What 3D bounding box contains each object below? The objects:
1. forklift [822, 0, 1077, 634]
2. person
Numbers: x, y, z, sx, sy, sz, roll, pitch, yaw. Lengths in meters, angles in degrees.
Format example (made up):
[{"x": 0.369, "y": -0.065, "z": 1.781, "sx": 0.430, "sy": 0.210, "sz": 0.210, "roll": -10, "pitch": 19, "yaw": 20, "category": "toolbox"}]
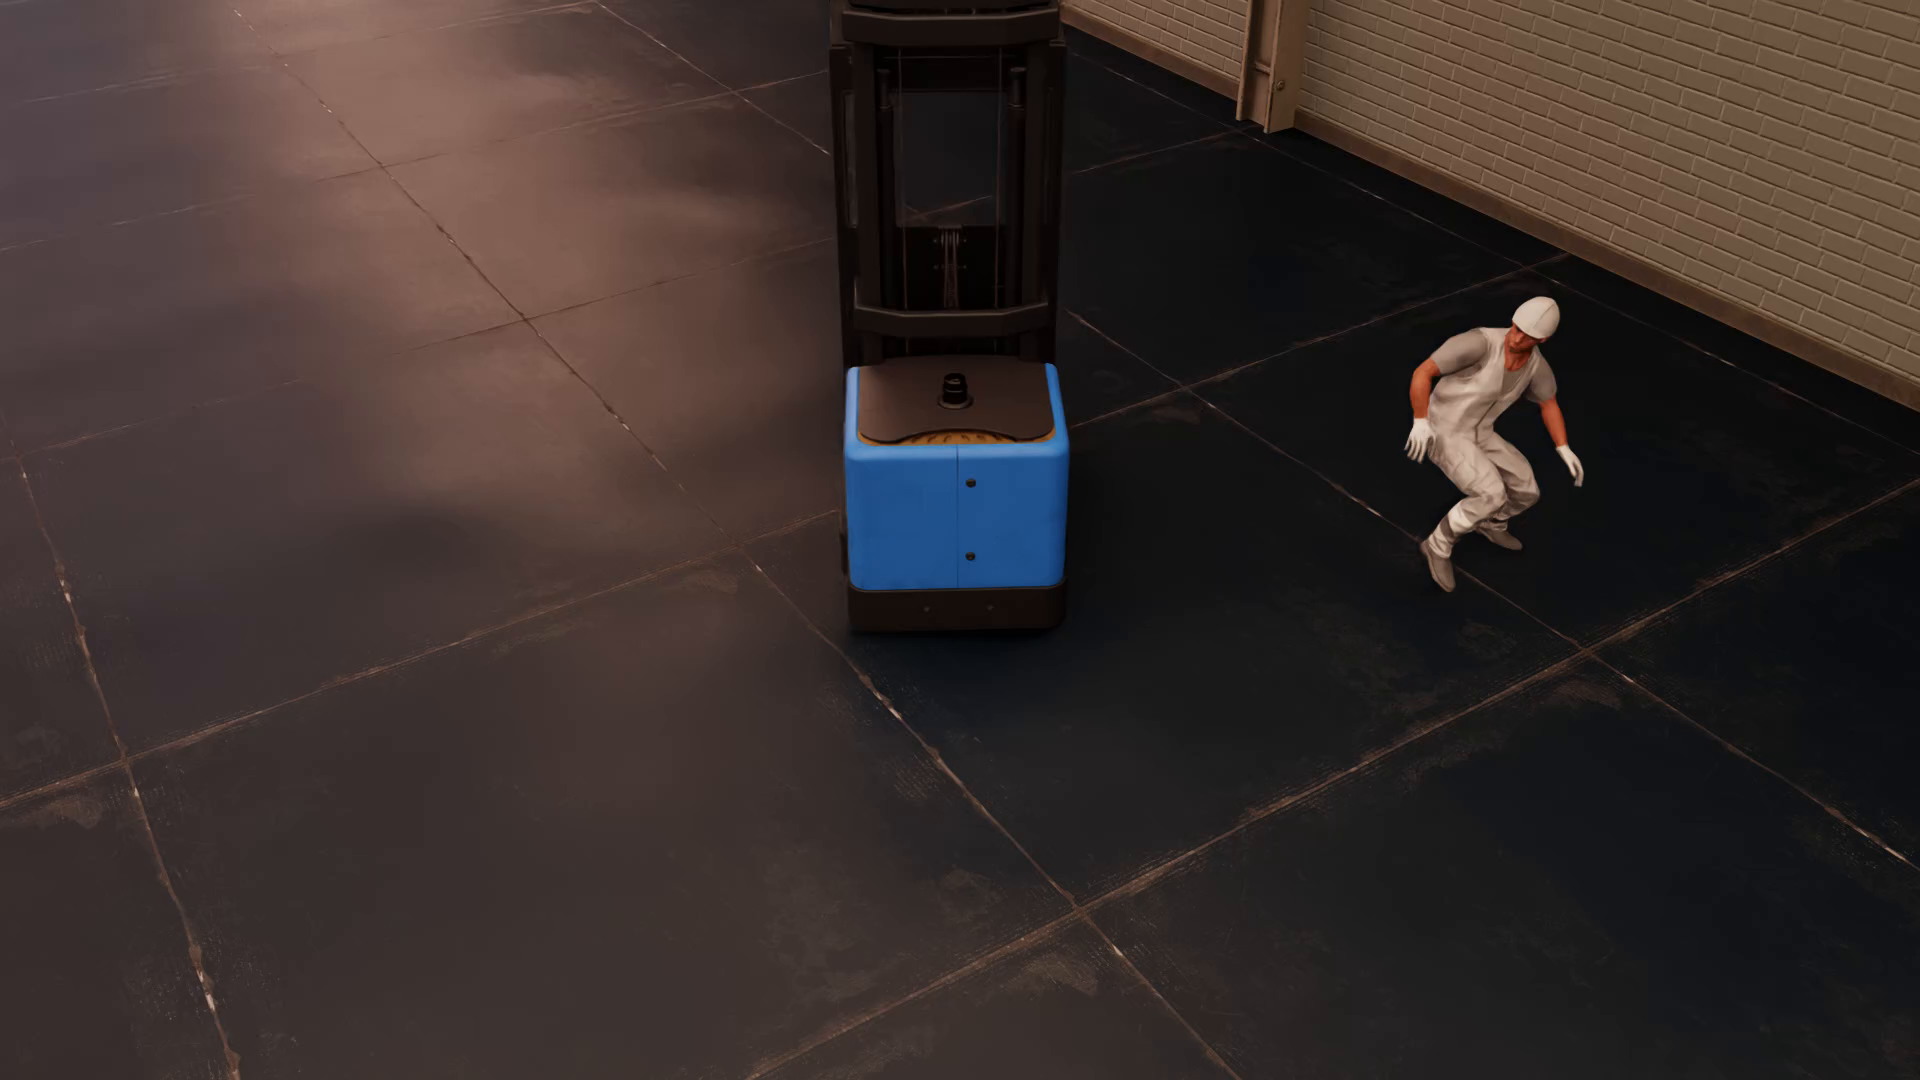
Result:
[{"x": -0.095, "y": -1.578, "z": 8.393, "sx": 1.130, "sy": 2.935, "sz": 3.031, "roll": -3, "pitch": 35, "yaw": -4, "category": "forklift"}, {"x": 2.609, "y": -0.480, "z": 8.094, "sx": 0.809, "sy": 1.535, "sz": 0.689, "roll": -20, "pitch": 40, "yaw": -26, "category": "person"}]
